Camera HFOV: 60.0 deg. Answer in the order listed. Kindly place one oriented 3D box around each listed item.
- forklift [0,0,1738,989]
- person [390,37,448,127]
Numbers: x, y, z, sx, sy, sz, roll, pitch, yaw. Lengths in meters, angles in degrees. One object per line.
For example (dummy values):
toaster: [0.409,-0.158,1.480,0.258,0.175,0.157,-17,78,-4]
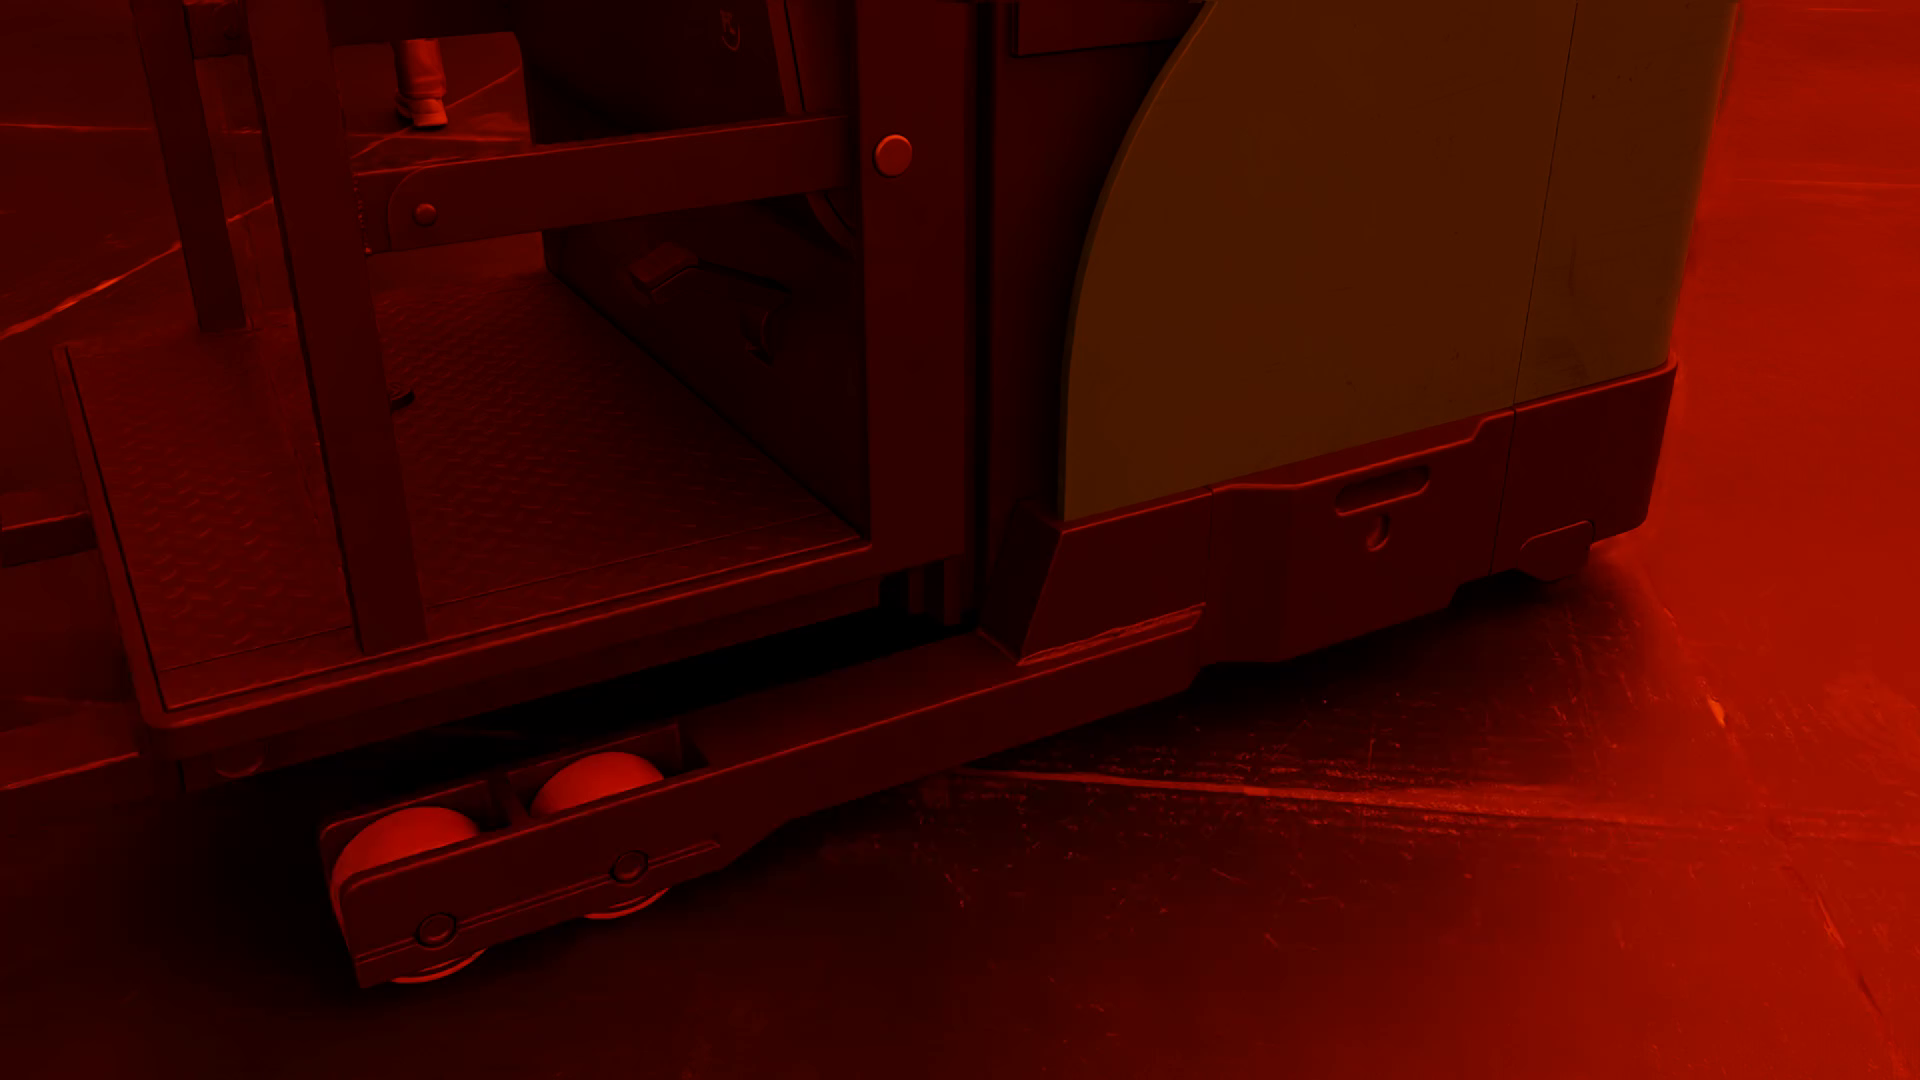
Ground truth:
forklift: [-0.533,-1.120,1.532,3.031,2.867,1.129,-14,30,-27]
person: [-1.788,-2.080,4.767,0.645,1.820,0.623,-14,30,-26]
